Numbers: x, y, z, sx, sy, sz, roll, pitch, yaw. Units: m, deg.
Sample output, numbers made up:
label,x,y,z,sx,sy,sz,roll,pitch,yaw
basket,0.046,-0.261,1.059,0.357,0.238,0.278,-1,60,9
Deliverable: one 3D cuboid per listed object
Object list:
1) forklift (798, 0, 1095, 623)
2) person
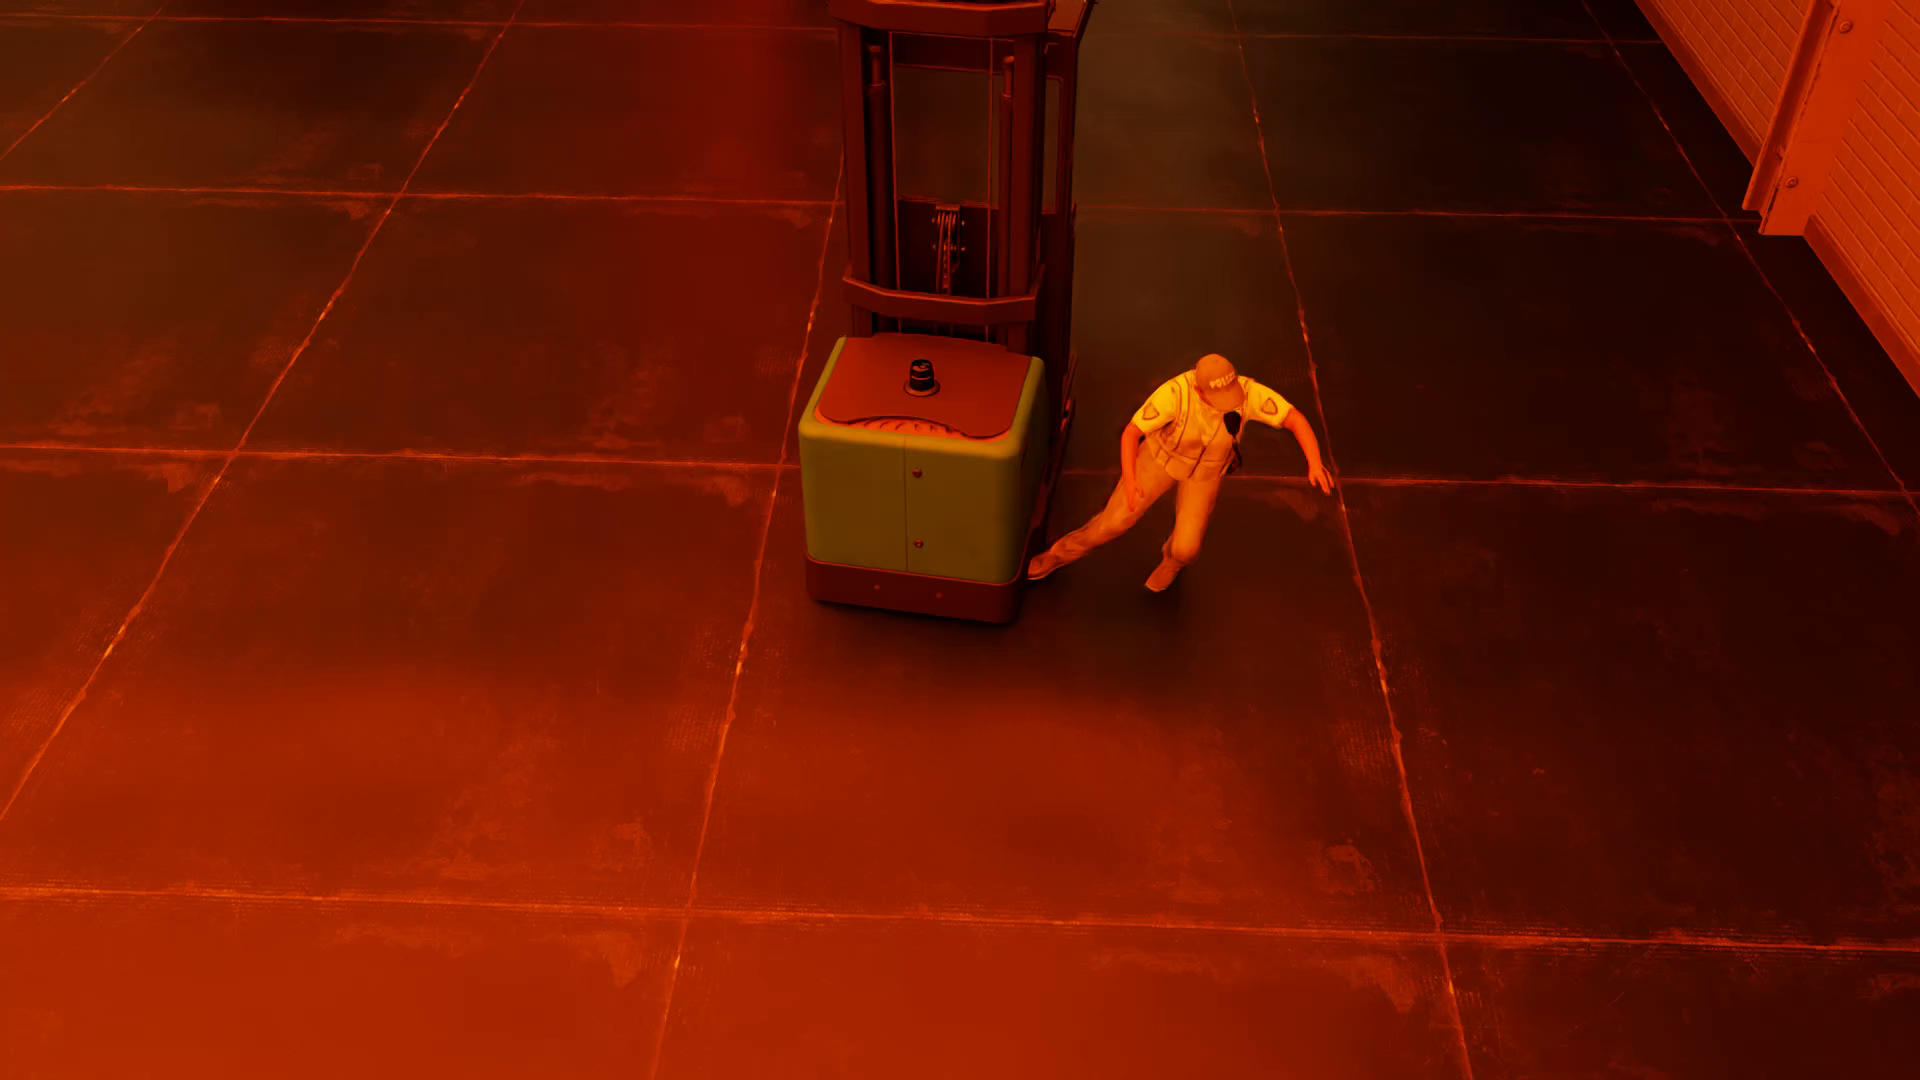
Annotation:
label,x,y,z,sx,sy,sz,roll,pitch,yaw
forklift,0.036,-1.675,8.254,1.130,2.935,3.031,7,40,8
person,0.969,-0.269,7.759,1.358,1.426,0.834,2,39,2
